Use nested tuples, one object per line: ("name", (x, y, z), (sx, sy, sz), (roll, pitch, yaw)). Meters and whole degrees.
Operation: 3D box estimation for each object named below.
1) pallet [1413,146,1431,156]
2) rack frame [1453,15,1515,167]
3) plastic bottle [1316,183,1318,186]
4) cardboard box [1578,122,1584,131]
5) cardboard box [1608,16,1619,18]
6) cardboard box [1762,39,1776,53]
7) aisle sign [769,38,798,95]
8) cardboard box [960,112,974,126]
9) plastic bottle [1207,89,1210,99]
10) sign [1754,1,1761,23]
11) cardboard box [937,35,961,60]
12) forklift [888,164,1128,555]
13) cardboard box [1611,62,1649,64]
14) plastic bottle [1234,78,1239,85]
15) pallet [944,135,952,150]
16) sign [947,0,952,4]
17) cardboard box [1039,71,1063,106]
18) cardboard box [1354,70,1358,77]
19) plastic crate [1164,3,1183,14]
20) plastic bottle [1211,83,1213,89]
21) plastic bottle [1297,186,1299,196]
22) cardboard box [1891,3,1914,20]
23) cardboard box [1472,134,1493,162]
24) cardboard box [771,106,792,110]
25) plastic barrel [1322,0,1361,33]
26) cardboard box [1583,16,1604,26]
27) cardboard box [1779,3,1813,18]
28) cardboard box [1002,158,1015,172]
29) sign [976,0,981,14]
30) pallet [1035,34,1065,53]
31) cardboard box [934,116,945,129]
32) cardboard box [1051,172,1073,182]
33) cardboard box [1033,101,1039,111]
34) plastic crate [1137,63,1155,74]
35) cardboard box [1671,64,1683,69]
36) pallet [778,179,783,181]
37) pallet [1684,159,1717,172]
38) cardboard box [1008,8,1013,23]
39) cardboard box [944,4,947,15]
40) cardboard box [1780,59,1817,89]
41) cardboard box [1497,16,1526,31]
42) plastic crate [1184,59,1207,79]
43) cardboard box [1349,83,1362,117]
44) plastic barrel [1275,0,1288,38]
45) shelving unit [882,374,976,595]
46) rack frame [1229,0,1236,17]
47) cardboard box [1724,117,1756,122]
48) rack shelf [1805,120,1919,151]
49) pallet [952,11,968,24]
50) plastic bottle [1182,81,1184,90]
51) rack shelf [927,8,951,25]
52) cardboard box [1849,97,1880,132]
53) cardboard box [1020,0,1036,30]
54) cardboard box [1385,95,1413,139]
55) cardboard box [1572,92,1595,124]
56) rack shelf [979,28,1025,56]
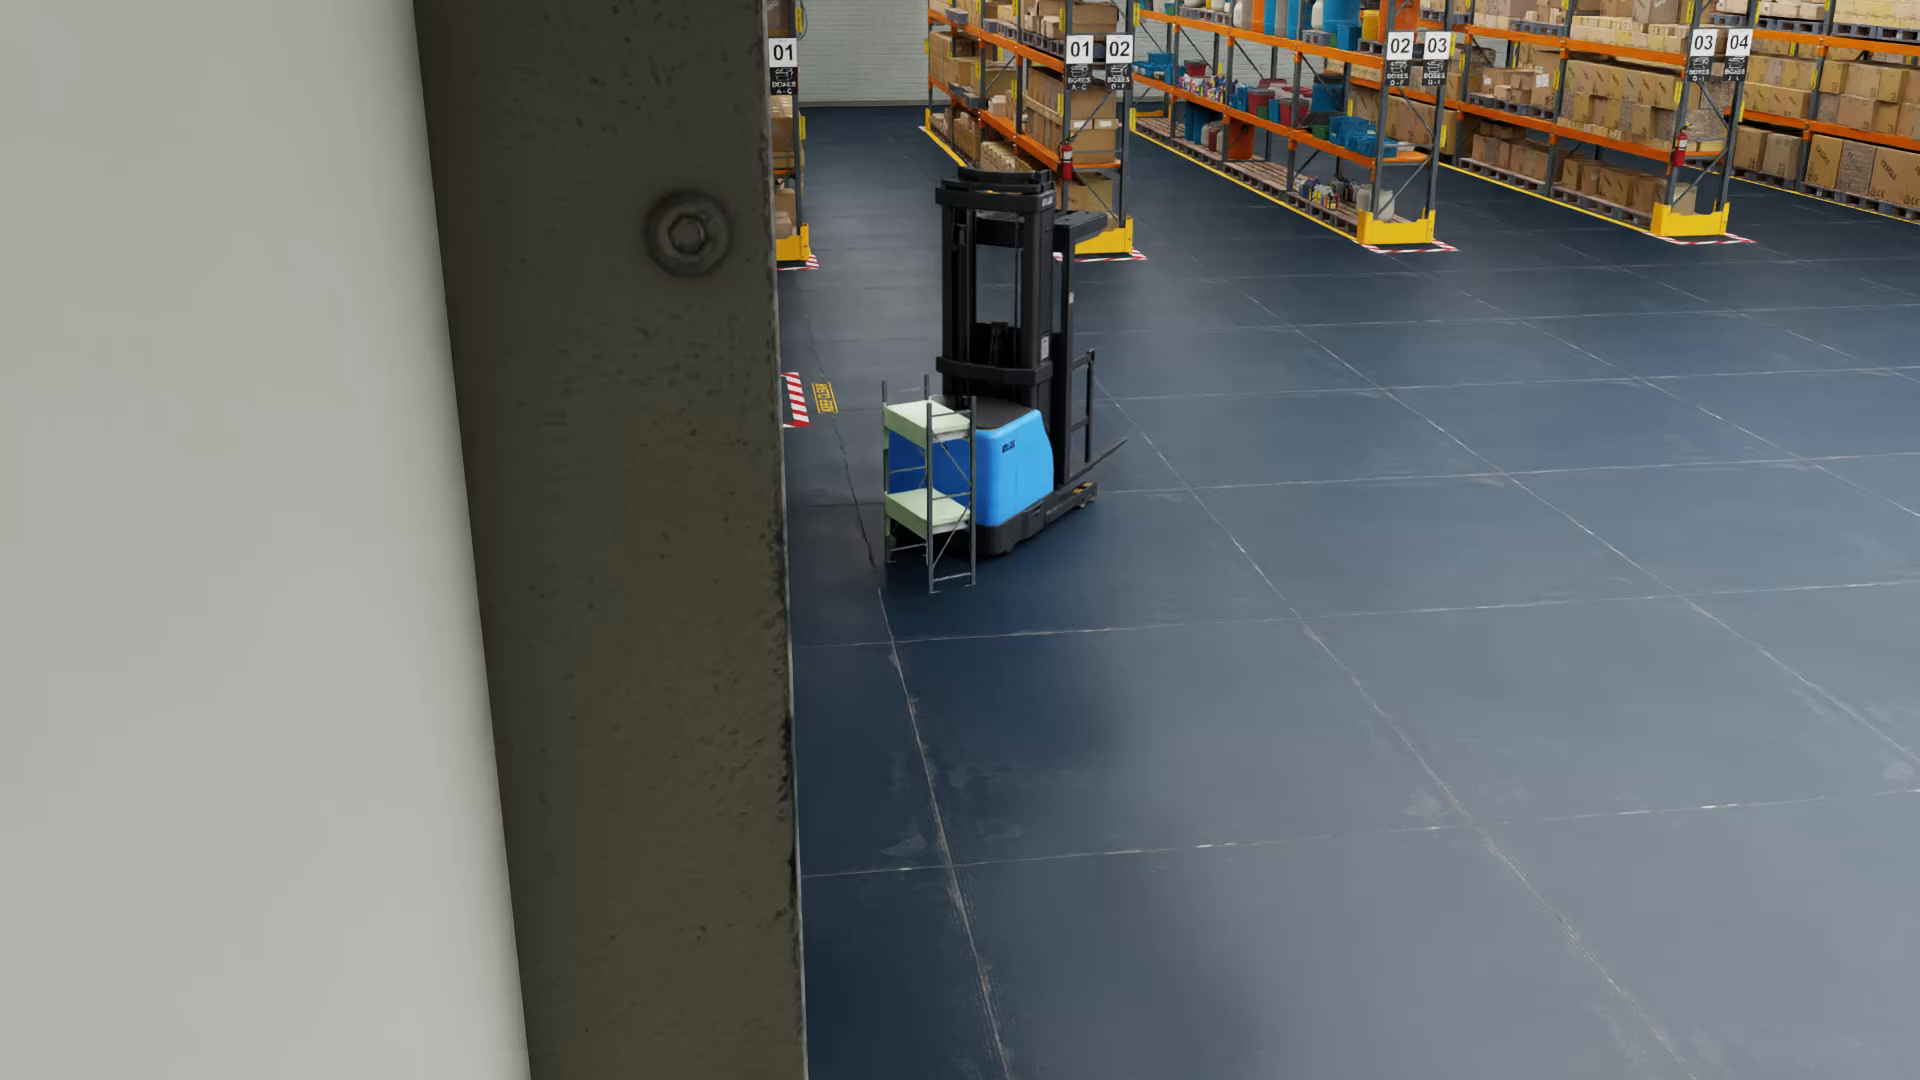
("pallet", (10.486, -8.528, 36.249), (1.003, 0.211, 1.213), (-3, 21, -8))
("rack frame", (10.698, -9.137, 33.891), (1.000, 3.000, 0.127), (-3, 21, -8))
("plastic bottle", (6.219, -6.085, 28.992), (0.097, 0.271, 0.097), (0, 20, 0))
("cardboard box", (11.139, -7.286, 29.295), (0.380, 0.149, 0.250), (-3, 21, -8))
("cardboard box", (11.555, -9.078, 29.093), (0.380, 0.149, 0.250), (-3, 21, -7))
("cardboard box", (19.521, -11.862, 39.617), (0.500, 0.500, 0.500), (-3, 21, -9))
("aisle sign", (-2.547, -6.825, 23.988), (0.394, 0.787, 0.004), (-3, 21, -8))
("cardboard box", (0.290, -8.884, 35.086), (0.500, 0.250, 0.500), (-3, 21, -8))
("plastic bottle", (5.186, -9.269, 34.530), (0.097, 0.201, 0.097), (0, 20, 0))
("sign", (12.388, -8.209, 25.871), (0.100, 0.325, 0.005), (-3, 21, -8))
("cardboard box", (-0.232, -11.226, 37.915), (0.500, 0.500, 0.500), (-3, 21, -8))
("forklift", (0.557, -1.724, 14.143), (1.130, 2.935, 3.031), (11, 23, 27))
("cardboard box", (11.685, -8.091, 29.096), (0.500, 0.500, 0.500), (-3, 21, -8))
("plastic bottle", (5.835, -9.565, 35.110), (0.144, 0.351, 0.185), (-3, 21, -8))
("pallet", (0.219, -8.955, 37.390), (1.003, 0.211, 1.213), (-3, 21, -8))
("sign", (-0.218, -11.640, 35.569), (0.100, 0.325, 0.005), (-3, 21, -8))
("cardboard box", (1.687, -7.406, 27.262), (0.700, 0.500, 0.500), (-3, 21, -8))
("cardboard box", (9.532, -11.026, 39.309), (0.380, 0.149, 0.250), (-3, 21, -7))
("plastic crate", (4.773, -11.898, 37.236), (0.416, 0.233, 0.300), (-3, 21, -8))
("plastic bottle", (5.267, -9.418, 34.811), (0.061, 0.283, 0.133), (-3, 21, -8))
("plastic bottle", (6.014, -6.194, 29.384), (0.097, 0.201, 0.097), (0, 20, 0))
("cardboard box", (16.211, -8.977, 28.222), (0.500, 0.250, 0.500), (-3, 21, -7))
("cardboard box", (10.814, -7.941, 33.633), (0.700, 0.500, 0.500), (-4, 21, -11))
("cardboard box", (-2.755, -6.439, 25.783), (0.500, 0.500, 0.500), (-4, 21, -10))
("plastic barrel", (6.410, -8.989, 27.891), (0.600, 0.901, 0.708), (-3, 21, -8))
("cardboard box", (11.122, -9.056, 29.034), (0.380, 0.149, 0.250), (-4, 21, -10))
("cardboard box", (15.801, -9.962, 31.285), (0.500, 0.250, 0.500), (-3, 21, -8))
("cardboard box", (1.047, -6.730, 29.977), (0.500, 0.311, 0.500), (-2, 21, -6))
("sign", (0.357, -10.259, 31.870), (0.100, 0.325, 0.005), (-3, 21, -8))
("pallet", (1.792, -7.902, 26.424), (1.003, 0.211, 1.213), (-3, 21, -8))
("cardboard box", (-0.317, -9.777, 38.908), (0.500, 0.250, 0.500), (-3, 21, -8))
("cardboard box", (1.517, -5.644, 26.799), (0.500, 0.500, 0.500), (-3, 21, -8))
("cardboard box", (1.432, -7.234, 27.728), (0.380, 0.149, 0.250), (-3, 21, -8))
("plastic crate", (4.448, -11.276, 39.774), (0.416, 0.233, 0.300), (-3, 21, -8))
("cardboard box", (15.096, -9.856, 34.726), (0.380, 0.149, 0.250), (-4, 21, -10))
("pallet", (-3.896, -6.810, 31.648), (1.003, 0.211, 1.213), (-3, 21, -8))
("pallet", (15.659, -7.769, 34.214), (1.003, 0.211, 1.213), (-3, 21, -8))
("cardboard box", (1.180, -9.636, 30.557), (0.500, 0.250, 0.500), (-3, 21, -9))
("cardboard box", (-0.077, -11.687, 36.646), (0.500, 0.250, 0.500), (-3, 21, -8))
("cardboard box", (16.043, -8.832, 31.503), (0.700, 0.500, 0.500), (-3, 21, -9))
("cardboard box", (10.671, -9.941, 31.972), (0.500, 0.250, 0.500), (-2, 21, -7))
("plastic crate", (5.339, -10.652, 37.770), (0.402, 0.464, 0.583), (-3, 21, -8))
("cardboard box", (9.847, -10.575, 40.180), (0.875, 0.875, 0.875), (-3, 21, -8))
("plastic barrel", (5.991, -9.533, 29.950), (0.600, 0.901, 0.600), (0, 20, 0))
("shelving unit", (-0.240, -0.436, 12.741), (0.431, 1.500, 0.755), (-11, 23, -27))
("rack frame", (5.796, -11.697, 32.173), (1.000, 3.000, 0.127), (-3, 21, -8))
("cardboard box", (15.619, -8.279, 34.211), (1.050, 0.750, 0.750), (-3, 21, -8))
("rack shelf", (16.485, -6.937, 29.031), (1.077, 0.370, 4.000), (-3, 21, -8))
("pallet", (0.495, -10.752, 34.198), (1.213, 0.211, 1.003), (-3, 21, -8))
("plastic bottle", (4.904, -9.945, 36.340), (0.097, 0.201, 0.097), (0, 20, 0))
("rack shelf", (0.029, -11.784, 37.720), (1.077, 0.370, 4.000), (-3, 21, -8))
("cardboard box", (16.325, -7.528, 29.370), (0.875, 0.550, 0.550), (-3, 21, -8))
("cardboard box", (1.282, -8.780, 27.706), (0.500, 0.500, 0.500), (-1, 21, -3))
("cardboard box", (10.233, -9.502, 37.307), (1.225, 0.875, 0.875), (-3, 21, -8))
("cardboard box", (11.315, -7.604, 29.220), (0.875, 0.500, 0.500), (-3, 21, -8))
("rack shelf", (1.182, -9.014, 30.304), (1.077, 0.370, 4.000), (-3, 21, -8))
